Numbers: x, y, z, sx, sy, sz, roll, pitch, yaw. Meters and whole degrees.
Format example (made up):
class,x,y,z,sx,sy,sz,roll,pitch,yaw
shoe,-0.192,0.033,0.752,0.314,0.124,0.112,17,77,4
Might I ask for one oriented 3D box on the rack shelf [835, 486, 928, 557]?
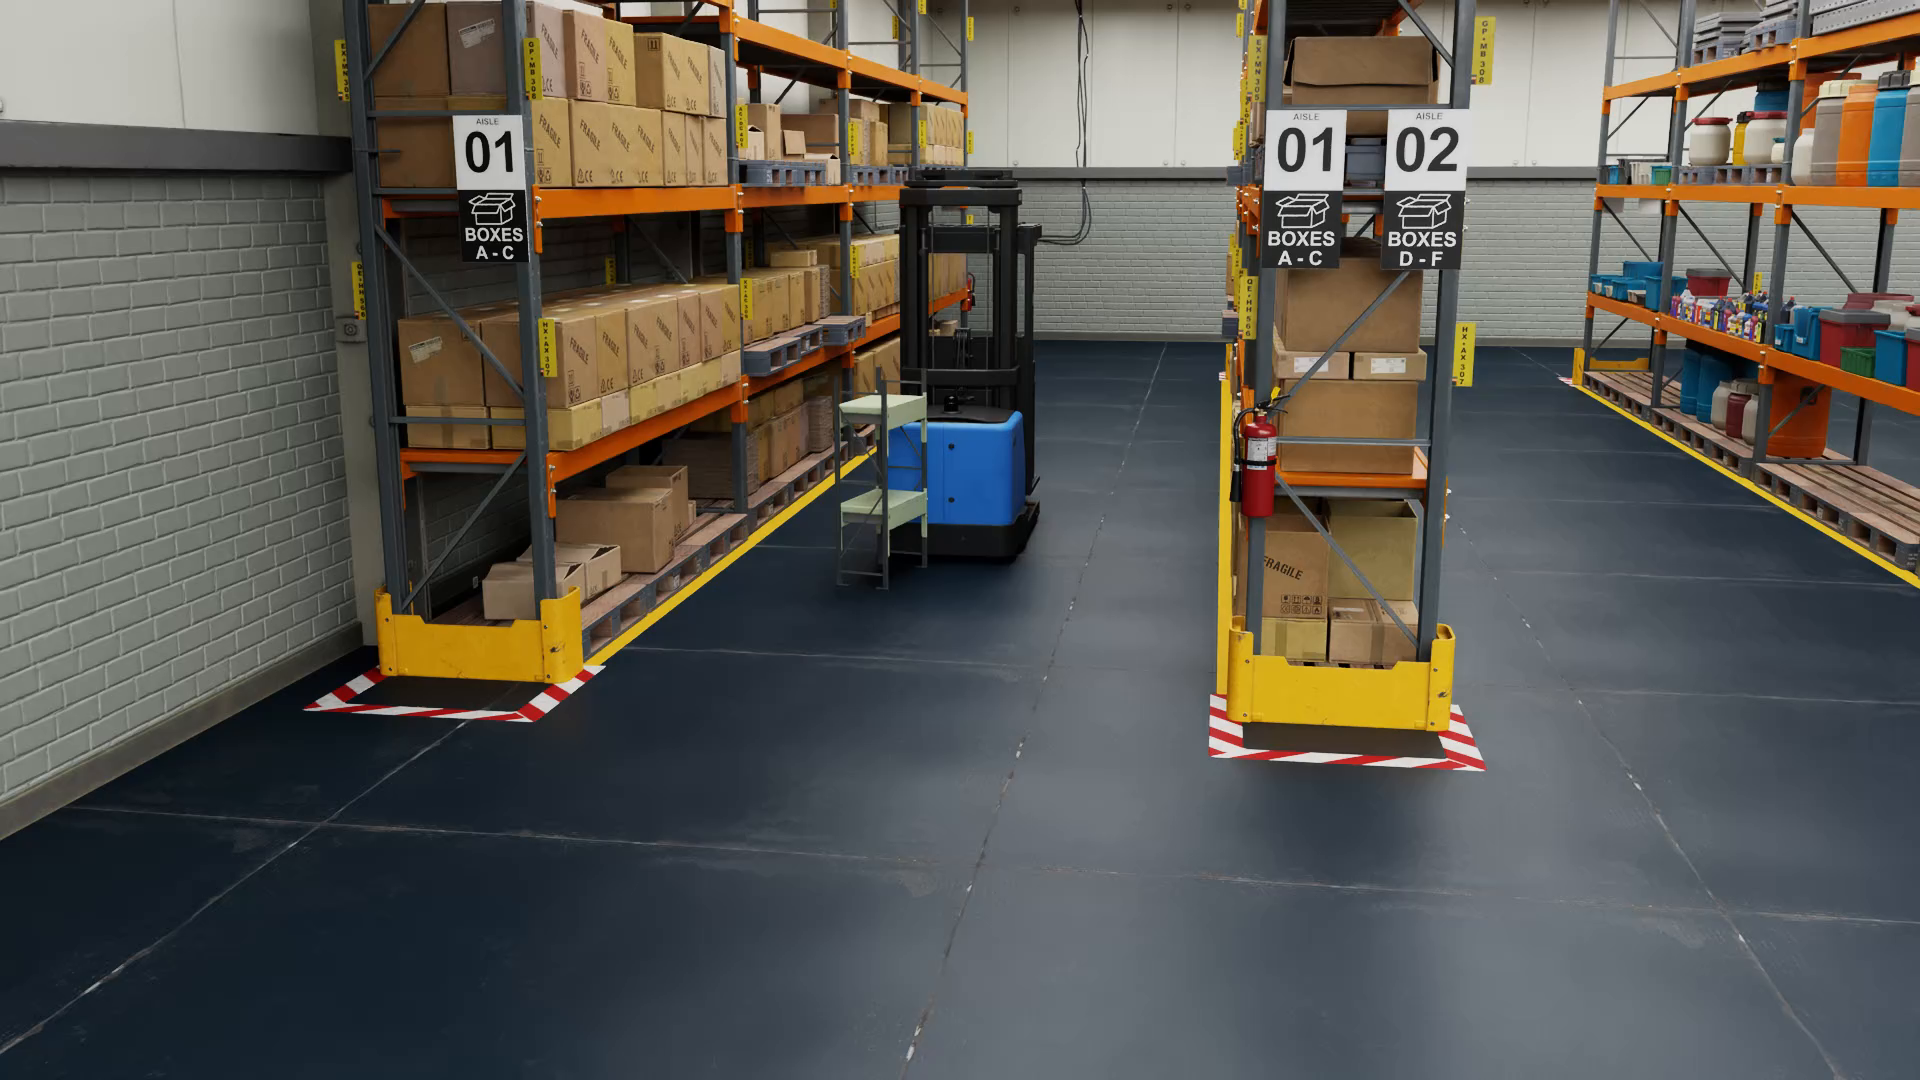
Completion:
class,x,y,z,sx,sy,sz,roll,pitch,yaw
rack shelf,-0.567,-0.148,12.167,0.431,0.370,0.720,5,13,21

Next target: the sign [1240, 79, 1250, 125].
class,x,y,z,sx,sy,sz,roll,pitch,yaw
sign,2.123,-3.233,12.280,0.100,0.325,0.005,2,12,9

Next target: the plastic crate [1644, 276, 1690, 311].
class,x,y,z,sx,sy,sz,roll,pitch,yaw
plastic crate,8.520,-2.978,20.088,0.392,0.384,0.575,2,12,9

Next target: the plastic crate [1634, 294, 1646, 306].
class,x,y,z,sx,sy,sz,roll,pitch,yaw
plastic crate,8.692,-2.985,20.735,0.437,0.125,0.590,2,12,9

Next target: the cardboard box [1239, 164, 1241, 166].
class,x,y,z,sx,sy,sz,roll,pitch,yaw
cardboard box,3.703,-4.513,20.548,0.500,0.250,0.500,2,12,9

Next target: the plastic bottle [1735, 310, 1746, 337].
class,x,y,z,sx,sy,sz,roll,pitch,yaw
plastic bottle,7.942,-2.203,16.903,0.097,0.271,0.097,0,12,0

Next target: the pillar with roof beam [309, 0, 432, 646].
class,x,y,z,sx,sy,sz,roll,pitch,yaw
pillar with roof beam,0.657,-3.638,9.016,9.100,9.000,0.400,2,12,9

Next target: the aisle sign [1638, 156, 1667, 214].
class,x,y,z,sx,sy,sz,roll,pitch,yaw
aisle sign,9.701,-4.957,23.206,0.394,0.787,0.004,2,12,9

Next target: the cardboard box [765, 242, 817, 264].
class,x,y,z,sx,sy,sz,roll,pitch,yaw
cardboard box,-1.806,-3.010,17.570,0.500,0.250,0.500,2,12,10

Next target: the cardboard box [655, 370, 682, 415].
class,x,y,z,sx,sy,sz,roll,pitch,yaw
cardboard box,-2.231,-1.019,11.409,0.500,0.250,0.500,2,12,9

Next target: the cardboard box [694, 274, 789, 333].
class,x,y,z,sx,sy,sz,roll,pitch,yaw
cardboard box,-1.959,-2.127,14.961,0.700,0.500,0.500,4,13,16

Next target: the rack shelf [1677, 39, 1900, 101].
class,x,y,z,sx,sy,sz,roll,pitch,yaw
rack shelf,8.477,-4.818,17.144,1.077,0.370,4.000,2,12,9

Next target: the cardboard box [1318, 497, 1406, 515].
class,x,y,z,sx,sy,sz,roll,pitch,yaw
cardboard box,2.487,-0.052,10.367,0.500,0.500,0.500,2,12,9

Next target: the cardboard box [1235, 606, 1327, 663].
class,x,y,z,sx,sy,sz,roll,pitch,yaw
cardboard box,1.836,0.506,9.555,0.500,0.250,0.500,2,12,9

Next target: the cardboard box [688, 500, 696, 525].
class,x,y,z,sx,sy,sz,roll,pitch,yaw
cardboard box,-2.287,-0.222,13.083,0.380,0.166,0.250,0,12,1

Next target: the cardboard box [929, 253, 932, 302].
class,x,y,z,sx,sy,sz,roll,pitch,yaw
cardboard box,-0.905,-3.428,21.570,0.980,0.700,0.700,2,12,10

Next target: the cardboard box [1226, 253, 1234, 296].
class,x,y,z,sx,sy,sz,roll,pitch,yaw
cardboard box,3.597,-3.172,19.860,0.700,0.500,0.500,-2,12,-10

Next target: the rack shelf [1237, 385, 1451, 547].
class,x,y,z,sx,sy,sz,roll,pitch,yaw
rack shelf,2.353,-0.576,10.755,1.077,0.370,4.000,2,12,9

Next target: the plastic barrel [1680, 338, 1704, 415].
class,x,y,z,sx,sy,sz,roll,pitch,yaw
plastic barrel,8.684,-1.915,19.244,0.600,0.901,0.708,2,12,9

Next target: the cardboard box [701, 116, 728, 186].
class,x,y,z,sx,sy,sz,roll,pitch,yaw
cardboard box,-2.068,-2.915,12.496,0.500,0.500,0.500,2,12,10

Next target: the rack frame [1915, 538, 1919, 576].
class,x,y,z,sx,sy,sz,roll,pitch,yaw
rack frame,7.555,-1.183,11.863,1.000,3.000,0.127,2,12,9

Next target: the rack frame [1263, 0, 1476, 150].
class,x,y,z,sx,sy,sz,roll,pitch,yaw
rack frame,2.045,-3.444,8.116,1.000,3.000,0.127,2,12,9

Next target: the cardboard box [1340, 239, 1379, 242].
class,x,y,z,sx,sy,sz,roll,pitch,yaw
cardboard box,2.522,-1.830,11.546,0.700,0.500,0.500,2,12,9

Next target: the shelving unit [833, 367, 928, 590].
class,x,y,z,sx,sy,sz,roll,pitch,yaw
shelving unit,-0.567,-0.467,12.099,0.431,1.500,0.755,5,13,21

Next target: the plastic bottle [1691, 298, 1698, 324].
class,x,y,z,sx,sy,sz,roll,pitch,yaw
plastic bottle,8.170,-2.544,18.455,0.061,0.283,0.133,2,12,9

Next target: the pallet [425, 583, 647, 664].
class,x,y,z,sx,sy,sz,roll,pitch,yaw
pallet,-2.678,0.508,10.635,1.003,0.211,1.213,2,12,9

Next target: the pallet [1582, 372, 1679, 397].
class,x,y,z,sx,sy,sz,roll,pitch,yaw
pallet,9.235,-2.148,22.957,1.003,0.211,1.213,2,12,9

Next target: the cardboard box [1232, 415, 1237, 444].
class,x,y,z,sx,sy,sz,roll,pitch,yaw
cardboard box,2.752,-0.997,15.199,0.500,0.311,0.500,2,12,7

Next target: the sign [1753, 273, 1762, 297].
class,x,y,z,sx,sy,sz,roll,pitch,yaw
sign,9.328,-2.965,19.477,0.100,0.325,0.005,2,12,9

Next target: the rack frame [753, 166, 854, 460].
class,x,y,z,sx,sy,sz,roll,pitch,yaw
rack frame,-1.619,-2.337,17.216,1.000,3.000,0.127,2,12,9

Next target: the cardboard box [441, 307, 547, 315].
class,x,y,z,sx,sy,sz,roll,pitch,yaw
cardboard box,-2.900,-1.184,10.395,0.500,0.500,0.500,2,12,9

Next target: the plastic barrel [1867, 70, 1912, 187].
class,x,y,z,sx,sy,sz,roll,pitch,yaw
plastic barrel,7.619,-3.280,13.282,0.600,0.901,0.708,2,12,9

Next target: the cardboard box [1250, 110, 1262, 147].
class,x,y,z,sx,sy,sz,roll,pitch,yaw
cardboard box,2.240,-2.832,11.277,0.500,0.311,0.500,1,12,6

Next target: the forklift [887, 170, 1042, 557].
class,x,y,z,sx,sy,sz,roll,pitch,yaw
forklift,0.088,-1.564,13.794,1.130,2.935,3.031,2,12,8

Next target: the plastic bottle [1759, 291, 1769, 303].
class,x,y,z,sx,sy,sz,roll,pitch,yaw
plastic bottle,8.938,-2.584,18.480,0.144,0.351,0.185,2,12,9

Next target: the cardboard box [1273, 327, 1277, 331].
class,x,y,z,sx,sy,sz,roll,pitch,yaw
cardboard box,2.114,-1.233,10.317,0.380,0.149,0.250,2,12,10

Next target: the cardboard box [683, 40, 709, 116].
class,x,y,z,sx,sy,sz,roll,pitch,yaw
cardboard box,-2.118,-3.290,11.860,0.500,0.500,0.500,3,12,12

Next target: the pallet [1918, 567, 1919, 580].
class,x,y,z,sx,sy,sz,roll,pitch,yaw
pallet,7.410,0.319,11.514,1.003,0.211,1.213,2,12,9

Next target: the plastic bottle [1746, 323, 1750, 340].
class,x,y,z,sx,sy,sz,roll,pitch,yaw
plastic bottle,7.882,-2.088,16.534,0.097,0.201,0.097,0,12,0

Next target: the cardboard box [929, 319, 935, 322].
class,x,y,z,sx,sy,sz,roll,pitch,yaw
cardboard box,-0.576,-3.186,24.554,0.380,0.149,0.250,2,12,9

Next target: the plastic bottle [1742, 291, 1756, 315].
class,x,y,z,sx,sy,sz,roll,pitch,yaw
plastic bottle,8.796,-2.589,18.502,0.144,0.351,0.185,2,12,9

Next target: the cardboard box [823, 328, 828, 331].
class,x,y,z,sx,sy,sz,roll,pitch,yaw
cardboard box,-1.340,-2.285,17.524,0.380,0.149,0.250,2,12,8

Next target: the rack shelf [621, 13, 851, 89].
class,x,y,z,sx,sy,sz,roll,pitch,yaw
rack shelf,-1.927,-4.306,14.770,1.077,0.370,4.000,2,12,9

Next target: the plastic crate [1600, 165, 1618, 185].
class,x,y,z,sx,sy,sz,roll,pitch,yaw
plastic crate,9.065,-5.012,22.822,0.497,0.269,0.590,2,12,9

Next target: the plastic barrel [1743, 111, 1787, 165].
class,x,y,z,sx,sy,sz,roll,pitch,yaw
plastic barrel,8.293,-4.128,17.087,0.433,0.535,0.433,0,12,0

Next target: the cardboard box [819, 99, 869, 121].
class,x,y,z,sx,sy,sz,roll,pitch,yaw
cardboard box,-1.339,-4.972,19.262,0.500,0.250,0.500,1,12,7

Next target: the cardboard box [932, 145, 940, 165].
class,x,y,z,sx,sy,sz,roll,pitch,yaw
cardboard box,-0.545,-5.057,21.843,0.500,0.250,0.500,2,12,7

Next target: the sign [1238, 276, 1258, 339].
class,x,y,z,sx,sy,sz,roll,pitch,yaw
sign,1.511,-1.214,8.696,0.100,0.325,0.005,2,12,9

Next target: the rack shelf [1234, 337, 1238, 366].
class,x,y,z,sx,sy,sz,roll,pitch,yaw
rack shelf,3.583,-2.242,18.483,1.077,0.370,4.000,2,12,9

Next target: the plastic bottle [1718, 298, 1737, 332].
class,x,y,z,sx,sy,sz,roll,pitch,yaw
plastic bottle,8.052,-2.359,17.438,0.144,0.351,0.185,2,12,9

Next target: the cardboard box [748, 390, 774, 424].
class,x,y,z,sx,sy,sz,roll,pitch,yaw
cardboard box,-1.997,-1.218,15.133,0.500,0.250,0.500,2,12,7

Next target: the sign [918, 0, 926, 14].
class,x,y,z,sx,sy,sz,roll,pitch,yaw
sign,-0.466,-6.582,20.271,0.100,0.325,0.005,2,12,9
